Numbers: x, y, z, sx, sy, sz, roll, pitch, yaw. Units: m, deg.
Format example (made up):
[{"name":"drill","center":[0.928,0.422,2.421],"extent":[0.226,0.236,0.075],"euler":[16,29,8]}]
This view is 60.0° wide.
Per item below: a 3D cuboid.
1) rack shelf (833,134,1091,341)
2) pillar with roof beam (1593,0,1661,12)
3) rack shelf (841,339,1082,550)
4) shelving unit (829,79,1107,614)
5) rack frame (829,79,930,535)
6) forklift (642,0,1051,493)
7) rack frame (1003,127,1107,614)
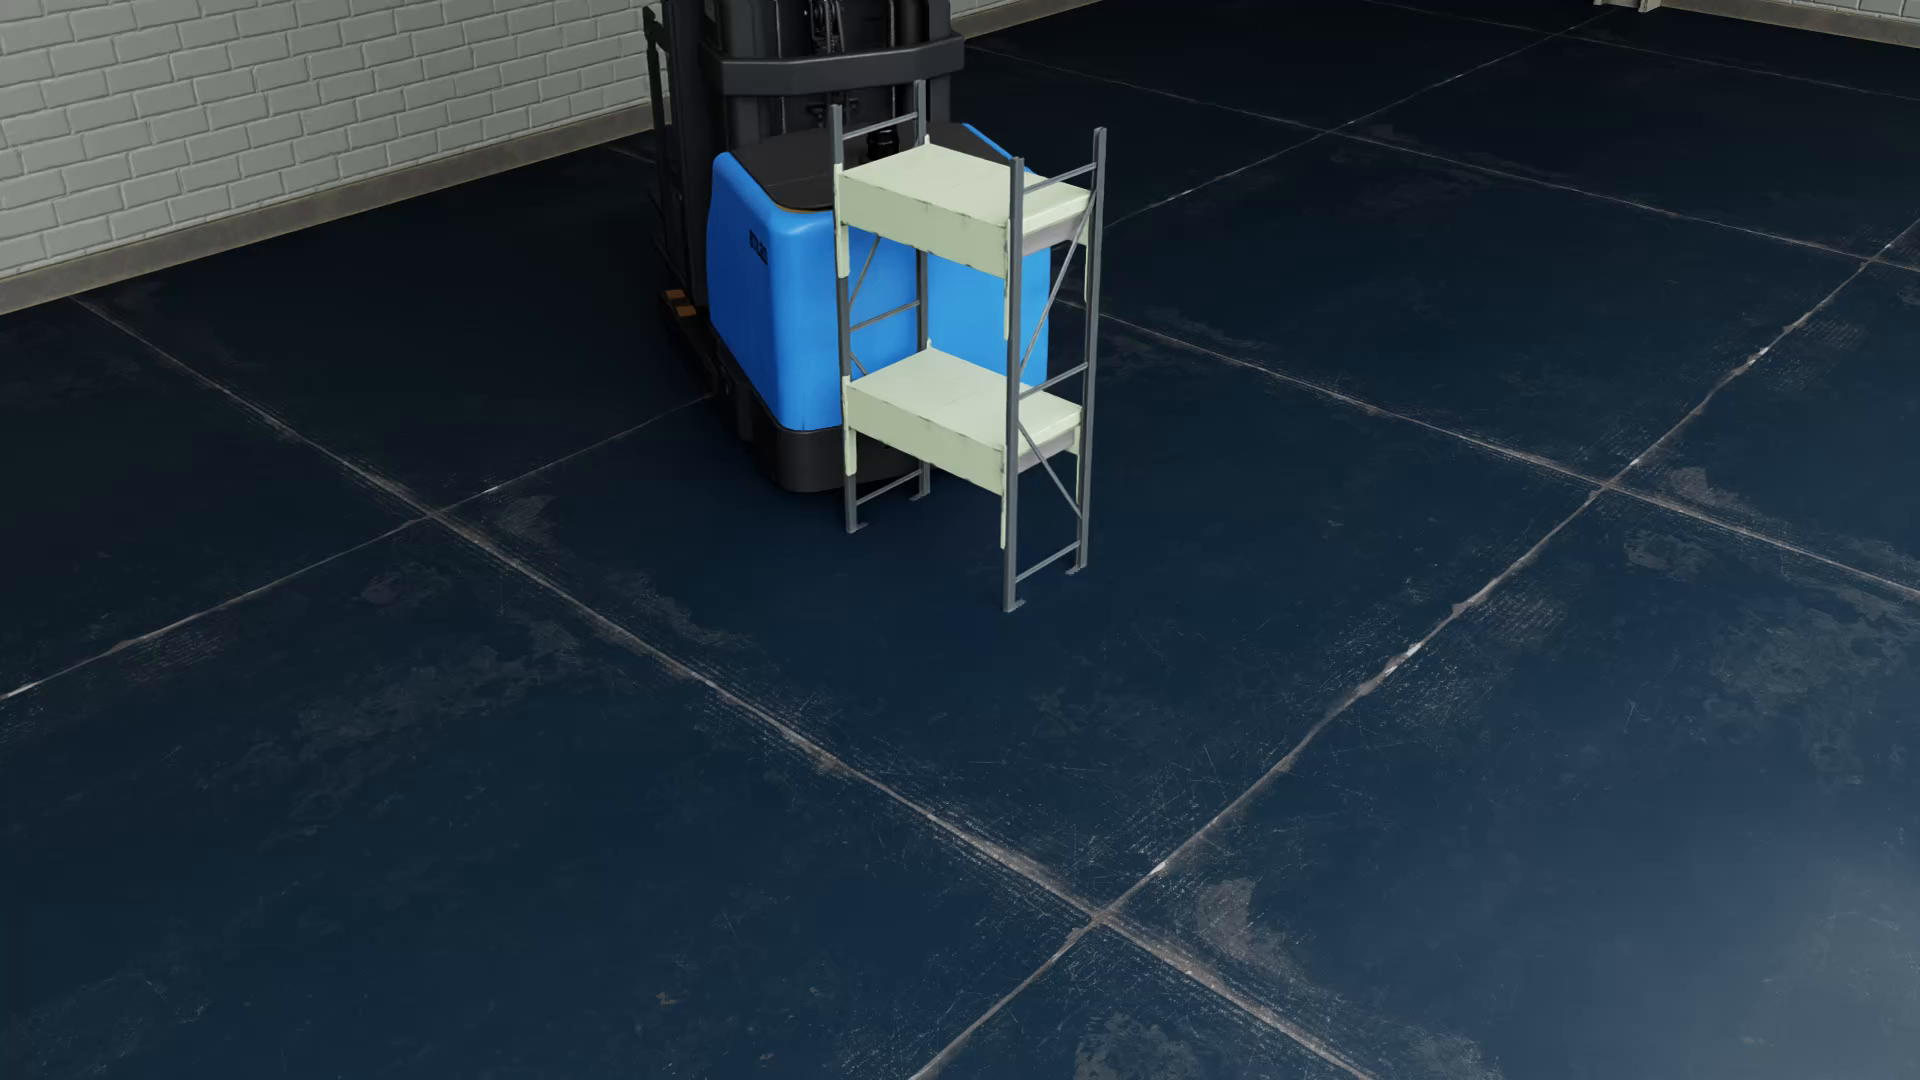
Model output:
[{"name":"rack shelf","center":[0.015,-0.945,5.109],"extent":[0.720,0.370,0.431],"euler":[26,39,36]},{"name":"pillar with roof beam","center":[2.071,-6.192,7.310],"extent":[0.400,9.000,9.100],"euler":[25,39,35]},{"name":"rack shelf","center":[0.015,-0.331,5.479],"extent":[0.720,0.370,0.431],"euler":[26,39,36]},{"name":"shelving unit","center":[0.015,-0.611,5.310],"extent":[0.755,1.500,0.431],"euler":[26,39,36]},{"name":"rack frame","center":[-0.253,-0.740,5.524],"extent":[0.023,1.500,0.400],"euler":[26,39,36]},{"name":"forklift","center":[-0.682,-2.169,6.511],"extent":[1.130,2.935,3.031],"euler":[-12,33,-19]},{"name":"rack frame","center":[0.282,-0.482,5.096],"extent":[0.023,1.500,0.400],"euler":[26,39,36]}]
